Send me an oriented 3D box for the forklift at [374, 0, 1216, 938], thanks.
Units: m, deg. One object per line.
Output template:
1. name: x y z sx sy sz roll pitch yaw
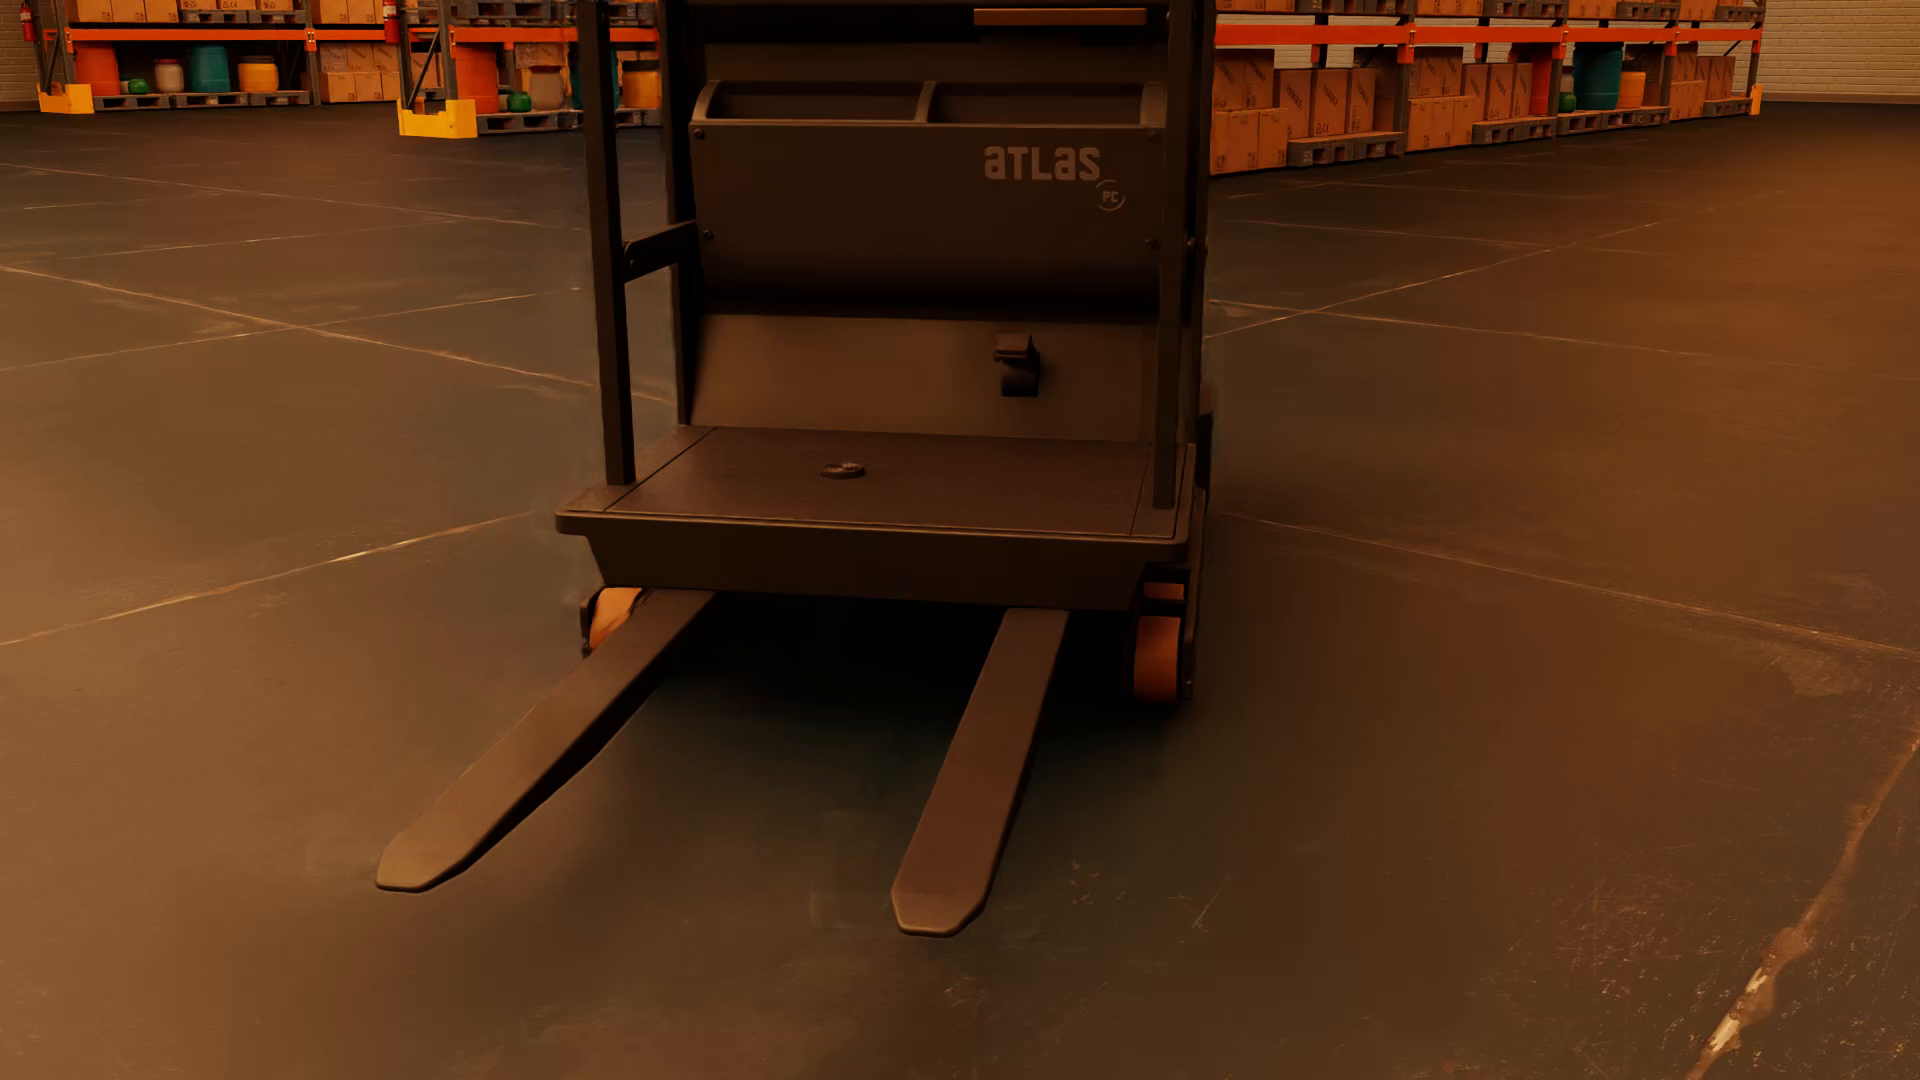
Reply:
1. forklift: -0.092 -1.216 2.904 1.130 2.935 3.031 3 17 9
